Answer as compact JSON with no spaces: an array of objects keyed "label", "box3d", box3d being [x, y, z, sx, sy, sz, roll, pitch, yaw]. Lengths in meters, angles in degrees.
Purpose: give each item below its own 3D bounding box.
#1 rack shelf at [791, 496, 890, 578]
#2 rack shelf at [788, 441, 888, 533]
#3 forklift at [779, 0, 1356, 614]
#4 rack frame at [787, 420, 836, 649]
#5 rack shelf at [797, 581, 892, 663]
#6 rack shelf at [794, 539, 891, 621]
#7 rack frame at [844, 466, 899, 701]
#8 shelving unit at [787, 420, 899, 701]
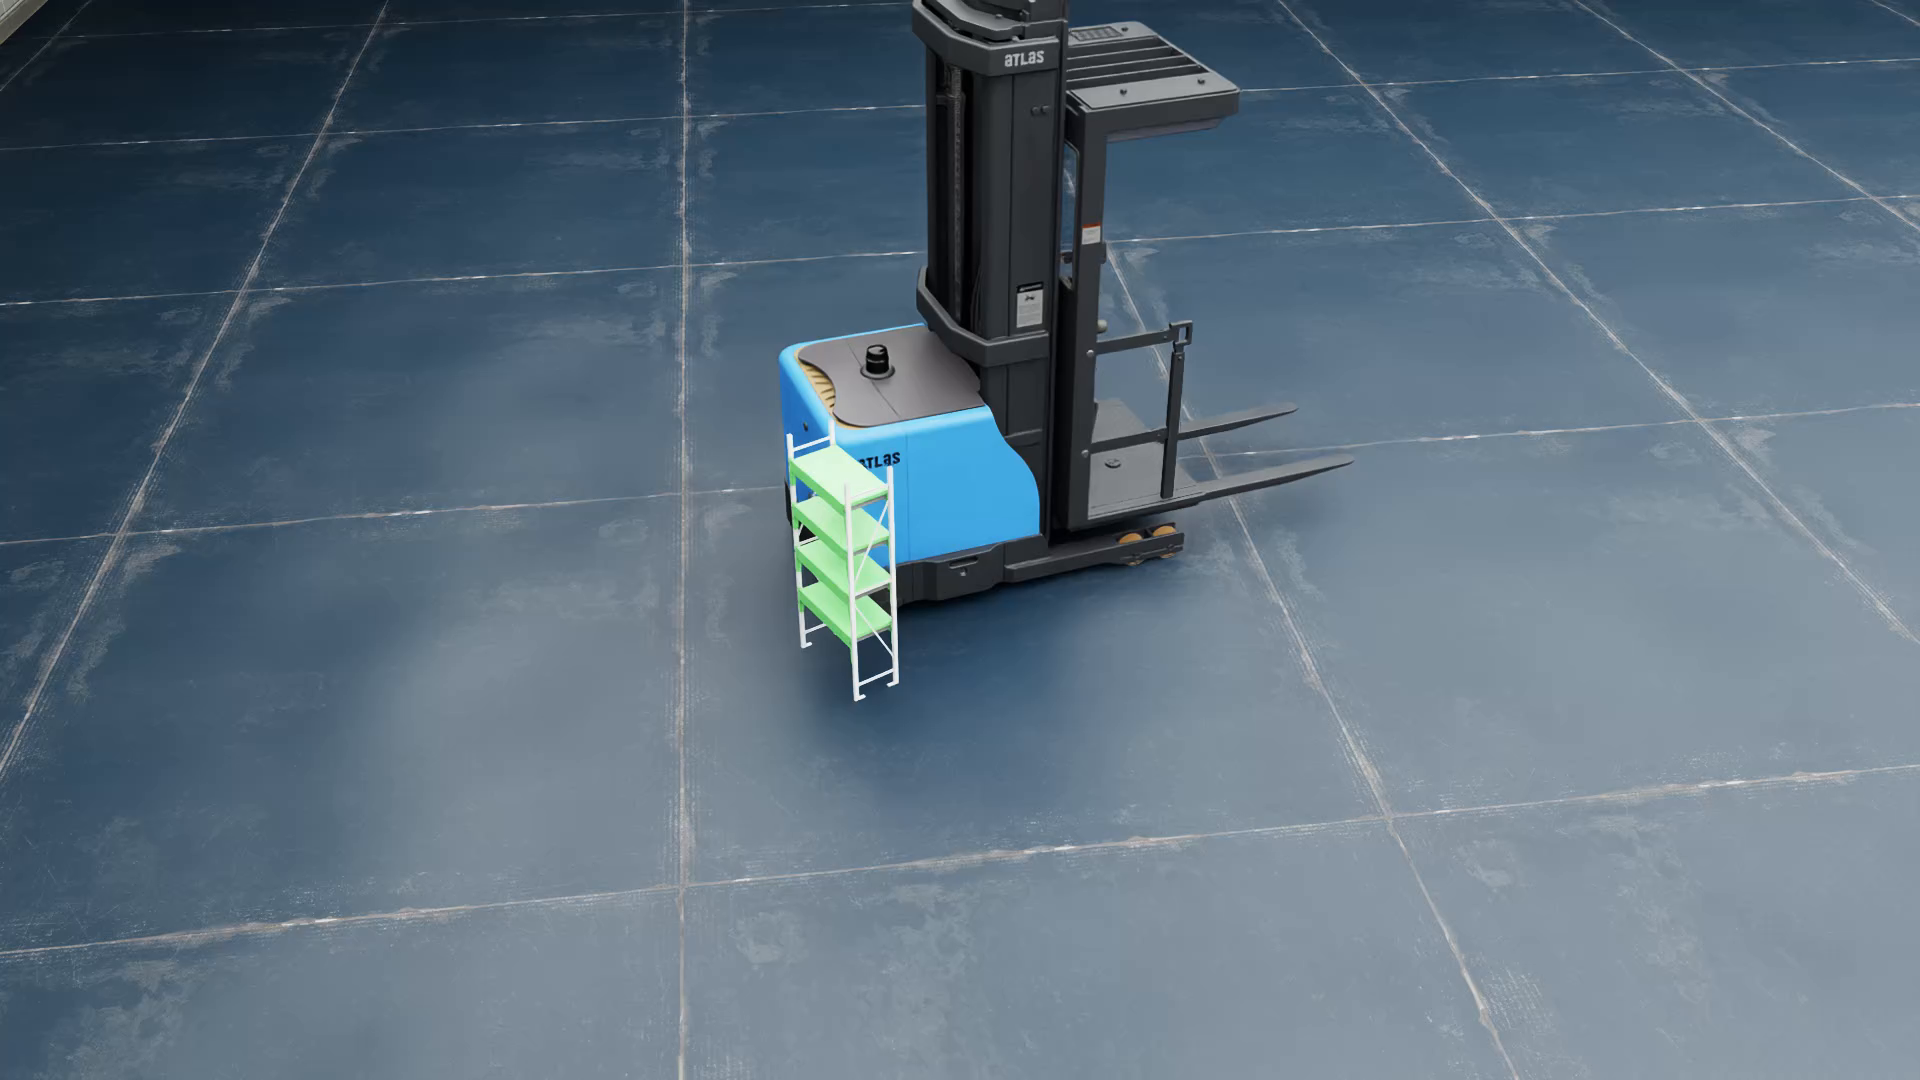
[{"label":"rack shelf","box3d":[-0.534,-0.042,7.562,0.258,0.148,0.480,-21,40,-28]},{"label":"rack shelf","box3d":[-0.534,-0.240,7.427,0.258,0.148,0.480,-21,40,-28]},{"label":"forklift","box3d":[0.642,-1.344,8.249,3.031,2.935,1.130,-12,36,-17]},{"label":"rack frame","box3d":[-0.673,-0.009,7.826,0.240,1.200,0.015,-21,40,-28]},{"label":"rack shelf","box3d":[-0.534,0.355,7.832,0.258,0.148,0.480,-21,40,-28]},{"label":"rack shelf","box3d":[-0.534,0.156,7.697,0.258,0.148,0.480,-21,40,-28]},{"label":"rack frame","box3d":[-0.394,0.216,7.496,0.240,1.200,0.015,-21,40,-28]},{"label":"shelving unit","box3d":[-0.534,0.104,7.661,0.258,1.200,0.503,-21,40,-28]}]
